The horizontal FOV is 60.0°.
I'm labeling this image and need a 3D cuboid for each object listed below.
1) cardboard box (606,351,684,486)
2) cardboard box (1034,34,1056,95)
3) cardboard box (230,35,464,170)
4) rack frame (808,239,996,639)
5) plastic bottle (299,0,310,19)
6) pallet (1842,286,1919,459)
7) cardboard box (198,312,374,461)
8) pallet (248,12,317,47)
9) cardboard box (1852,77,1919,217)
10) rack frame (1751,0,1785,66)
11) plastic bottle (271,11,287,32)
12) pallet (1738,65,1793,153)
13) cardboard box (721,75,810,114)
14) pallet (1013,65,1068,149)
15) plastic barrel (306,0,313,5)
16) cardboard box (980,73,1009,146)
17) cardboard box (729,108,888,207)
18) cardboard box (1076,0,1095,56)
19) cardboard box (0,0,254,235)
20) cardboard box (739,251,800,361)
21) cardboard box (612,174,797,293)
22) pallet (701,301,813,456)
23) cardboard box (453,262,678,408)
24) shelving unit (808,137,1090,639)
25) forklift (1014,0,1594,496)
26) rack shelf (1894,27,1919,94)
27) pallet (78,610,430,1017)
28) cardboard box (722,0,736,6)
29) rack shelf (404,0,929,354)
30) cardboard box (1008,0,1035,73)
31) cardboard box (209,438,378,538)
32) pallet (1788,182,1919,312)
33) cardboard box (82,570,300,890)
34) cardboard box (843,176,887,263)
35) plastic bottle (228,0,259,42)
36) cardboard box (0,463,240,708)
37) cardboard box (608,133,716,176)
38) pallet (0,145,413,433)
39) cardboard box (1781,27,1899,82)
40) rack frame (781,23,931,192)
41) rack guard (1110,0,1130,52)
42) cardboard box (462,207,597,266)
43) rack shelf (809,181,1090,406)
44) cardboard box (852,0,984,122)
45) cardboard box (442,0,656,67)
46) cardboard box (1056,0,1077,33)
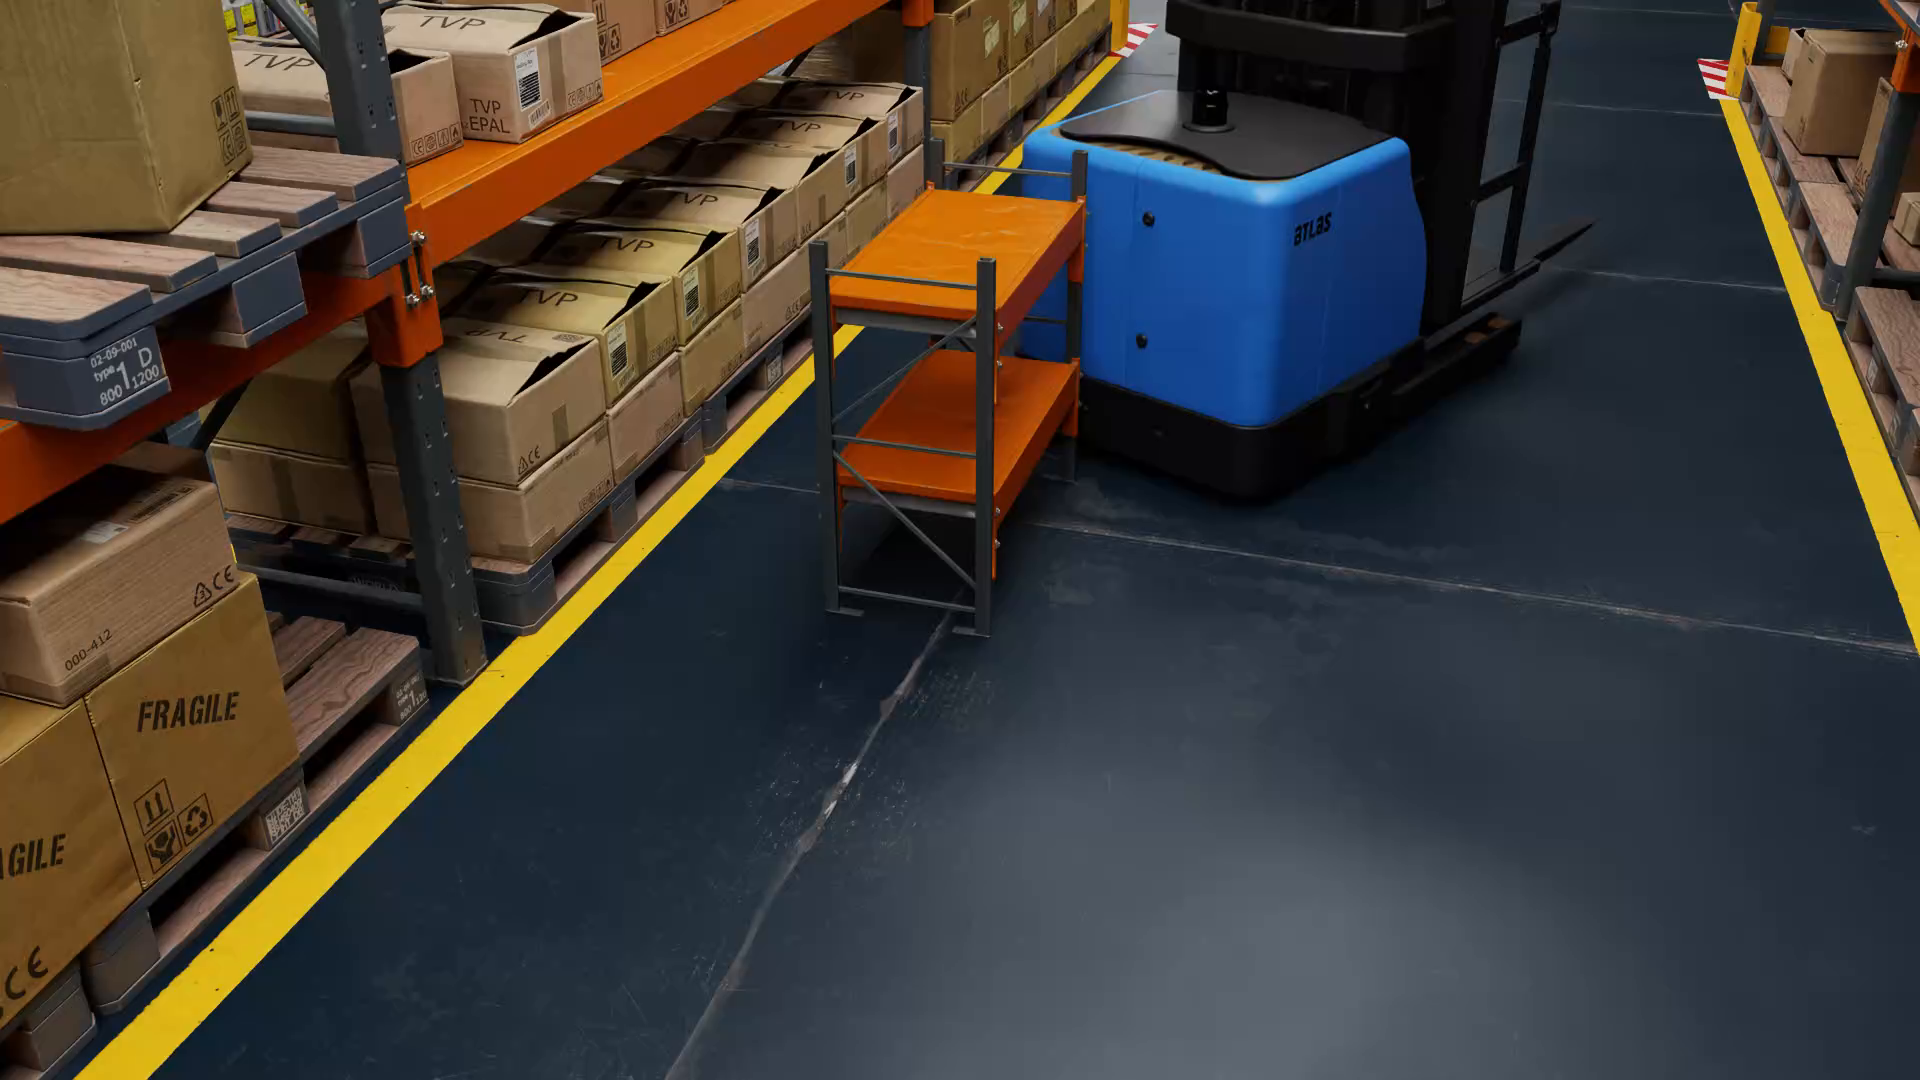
[{"bbox_3d":[-1.224,-0.422,5.319,0.500,0.250,0.500,8,30,13],"label":"cardboard box"},{"bbox_3d":[0.240,-2.714,9.440,0.500,0.250,0.500,8,30,15],"label":"cardboard box"},{"bbox_3d":[-1.656,-1.128,4.285,0.500,0.311,0.500,10,31,18],"label":"cardboard box"},{"bbox_3d":[-0.151,-0.252,4.546,0.500,1.125,0.032,8,30,15],"label":"rack frame"},{"bbox_3d":[-4.311,-3.484,10.854,0.097,0.201,0.097,0,29,0],"label":"plastic bottle"},{"bbox_3d":[3.879,-0.578,6.071,1.003,0.211,1.213,8,30,15],"label":"pallet"},{"bbox_3d":[-1.887,-0.510,4.901,0.500,0.311,0.500,9,30,16],"label":"cardboard box"},{"bbox_3d":[-4.772,-3.228,10.836,1.003,0.211,1.213,8,30,15],"label":"pallet"},{"bbox_3d":[4.372,-1.746,7.422,0.500,0.500,0.500,6,30,11],"label":"cardboard box"},{"bbox_3d":[5.280,-4.017,9.386,1.000,3.000,0.127,8,30,15],"label":"rack frame"},{"bbox_3d":[-4.411,-3.404,10.632,0.152,0.276,0.135,9,30,15],"label":"plastic bottle"},{"bbox_3d":[4.985,-2.391,9.331,1.003,0.211,1.213,8,30,15],"label":"pallet"},{"bbox_3d":[-0.990,-1.934,7.461,0.500,0.311,0.500,9,30,15],"label":"cardboard box"},{"bbox_3d":[-0.001,-2.577,9.666,1.003,0.211,1.213,8,30,15],"label":"pallet"},{"bbox_3d":[-4.458,-3.978,11.442,0.421,0.512,0.421,0,29,0],"label":"plastic barrel"},{"bbox_3d":[-0.053,-2.249,8.604,0.500,0.250,0.500,8,30,15],"label":"cardboard box"},{"bbox_3d":[-0.622,-1.619,6.894,0.500,0.311,0.500,9,30,16],"label":"cardboard box"},{"bbox_3d":[0.533,-3.179,10.275,0.500,0.250,0.500,8,30,15],"label":"cardboard box"},{"bbox_3d":[-1.882,-0.923,3.289,0.700,0.500,0.500,-1,29,-2],"label":"cardboard box"},{"bbox_3d":[-0.926,-0.902,6.183,0.500,0.250,0.500,9,30,16],"label":"cardboard box"},{"bbox_3d":[-0.922,-1.154,6.059,0.500,0.311,0.500,8,30,14],"label":"cardboard box"},{"bbox_3d":[-1.166,-0.728,6.342,1.003,0.211,1.213,8,30,15],"label":"pallet"},{"bbox_3d":[-1.224,-0.678,5.204,0.500,0.311,0.500,8,30,14],"label":"cardboard box"},{"bbox_3d":[-0.002,-0.488,4.971,0.538,1.125,1.048,8,30,15],"label":"shelving unit"},{"bbox_3d":[1.545,-2.058,5.934,1.130,2.935,3.031,23,37,35],"label":"forklift"},{"bbox_3d":[3.519,-0.915,4.548,1.077,0.370,4.000,8,30,15],"label":"rack shelf"},{"bbox_3d":[-2.060,0.556,4.034,1.003,0.211,1.213,8,30,15],"label":"pallet"},{"bbox_3d":[-1.026,-2.308,6.210,0.500,0.500,0.500,11,31,18],"label":"cardboard box"},{"bbox_3d":[-1.218,-1.620,5.816,1.077,0.370,4.000,8,30,15],"label":"rack shelf"},{"bbox_3d":[0.098,-2.809,8.838,0.500,0.500,0.500,8,30,15],"label":"cardboard box"},{"bbox_3d":[-1.884,-0.266,5.039,0.500,0.250,0.500,9,30,16],"label":"cardboard box"},{"bbox_3d":[4.269,-1.257,7.292,1.003,0.211,1.213,8,30,15],"label":"pallet"},{"bbox_3d":[-1.855,0.364,3.630,0.500,0.500,0.500,10,31,17],"label":"cardboard box"},{"bbox_3d":[-0.626,-1.377,7.035,0.500,0.250,0.500,8,30,14],"label":"cardboard box"},{"bbox_3d":[-4.496,-3.294,10.359,0.144,0.351,0.185,10,31,17],"label":"plastic bottle"},{"bbox_3d":[-1.867,0.063,3.399,0.500,0.250,0.500,10,31,17],"label":"cardboard box"},{"bbox_3d":[-1.293,-1.461,6.611,0.500,0.311,0.500,8,30,13],"label":"cardboard box"},{"bbox_3d":[-1.937,-0.596,3.433,1.213,0.211,1.003,8,30,15],"label":"pallet"},{"bbox_3d":[4.991,-2.726,9.378,0.500,0.311,0.500,5,30,9],"label":"cardboard box"},{"bbox_3d":[-0.631,-2.863,7.312,1.000,3.000,0.127,8,30,15],"label":"rack frame"},{"bbox_3d":[0.550,-3.641,11.281,1.175,0.500,0.348,8,30,15],"label":"rack guard"},{"bbox_3d":[-1.589,-0.987,5.758,0.500,0.311,0.500,8,30,15],"label":"cardboard box"},{"bbox_3d":[-0.002,-0.744,4.829,0.538,0.278,1.000,8,30,15],"label":"rack shelf"},{"bbox_3d":[-0.195,-2.344,8.003,0.500,0.500,0.500,8,30,15],"label":"cardboard box"},{"bbox_3d":[-1.328,-1.830,5.352,0.500,0.500,0.500,7,30,12],"label":"cardboard box"},{"bbox_3d":[0.391,-3.274,9.674,0.500,0.500,0.500,8,30,15],"label":"cardboard box"}]
